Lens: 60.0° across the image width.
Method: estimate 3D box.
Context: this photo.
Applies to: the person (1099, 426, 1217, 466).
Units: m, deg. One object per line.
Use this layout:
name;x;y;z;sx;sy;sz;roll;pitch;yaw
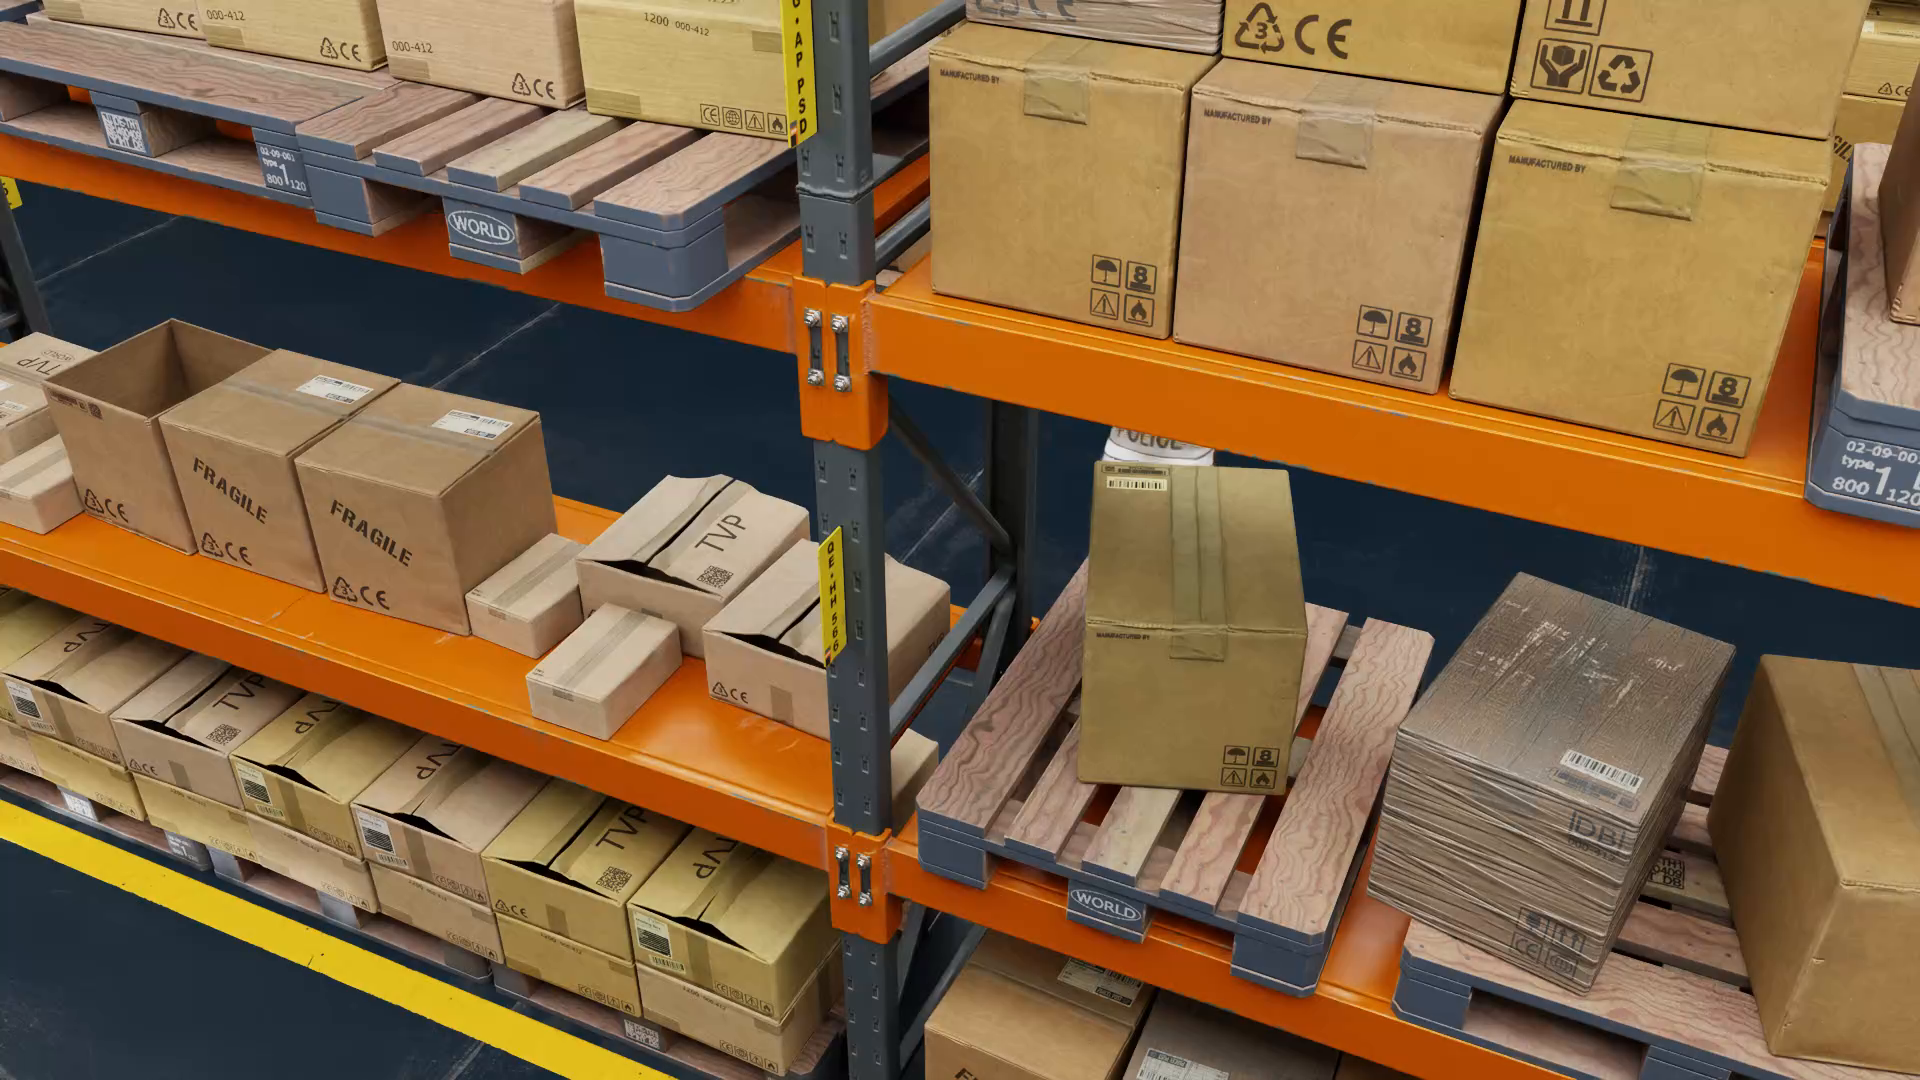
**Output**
person;0.771;-0.213;6.466;0.452;1.662;0.545;14;37;20
